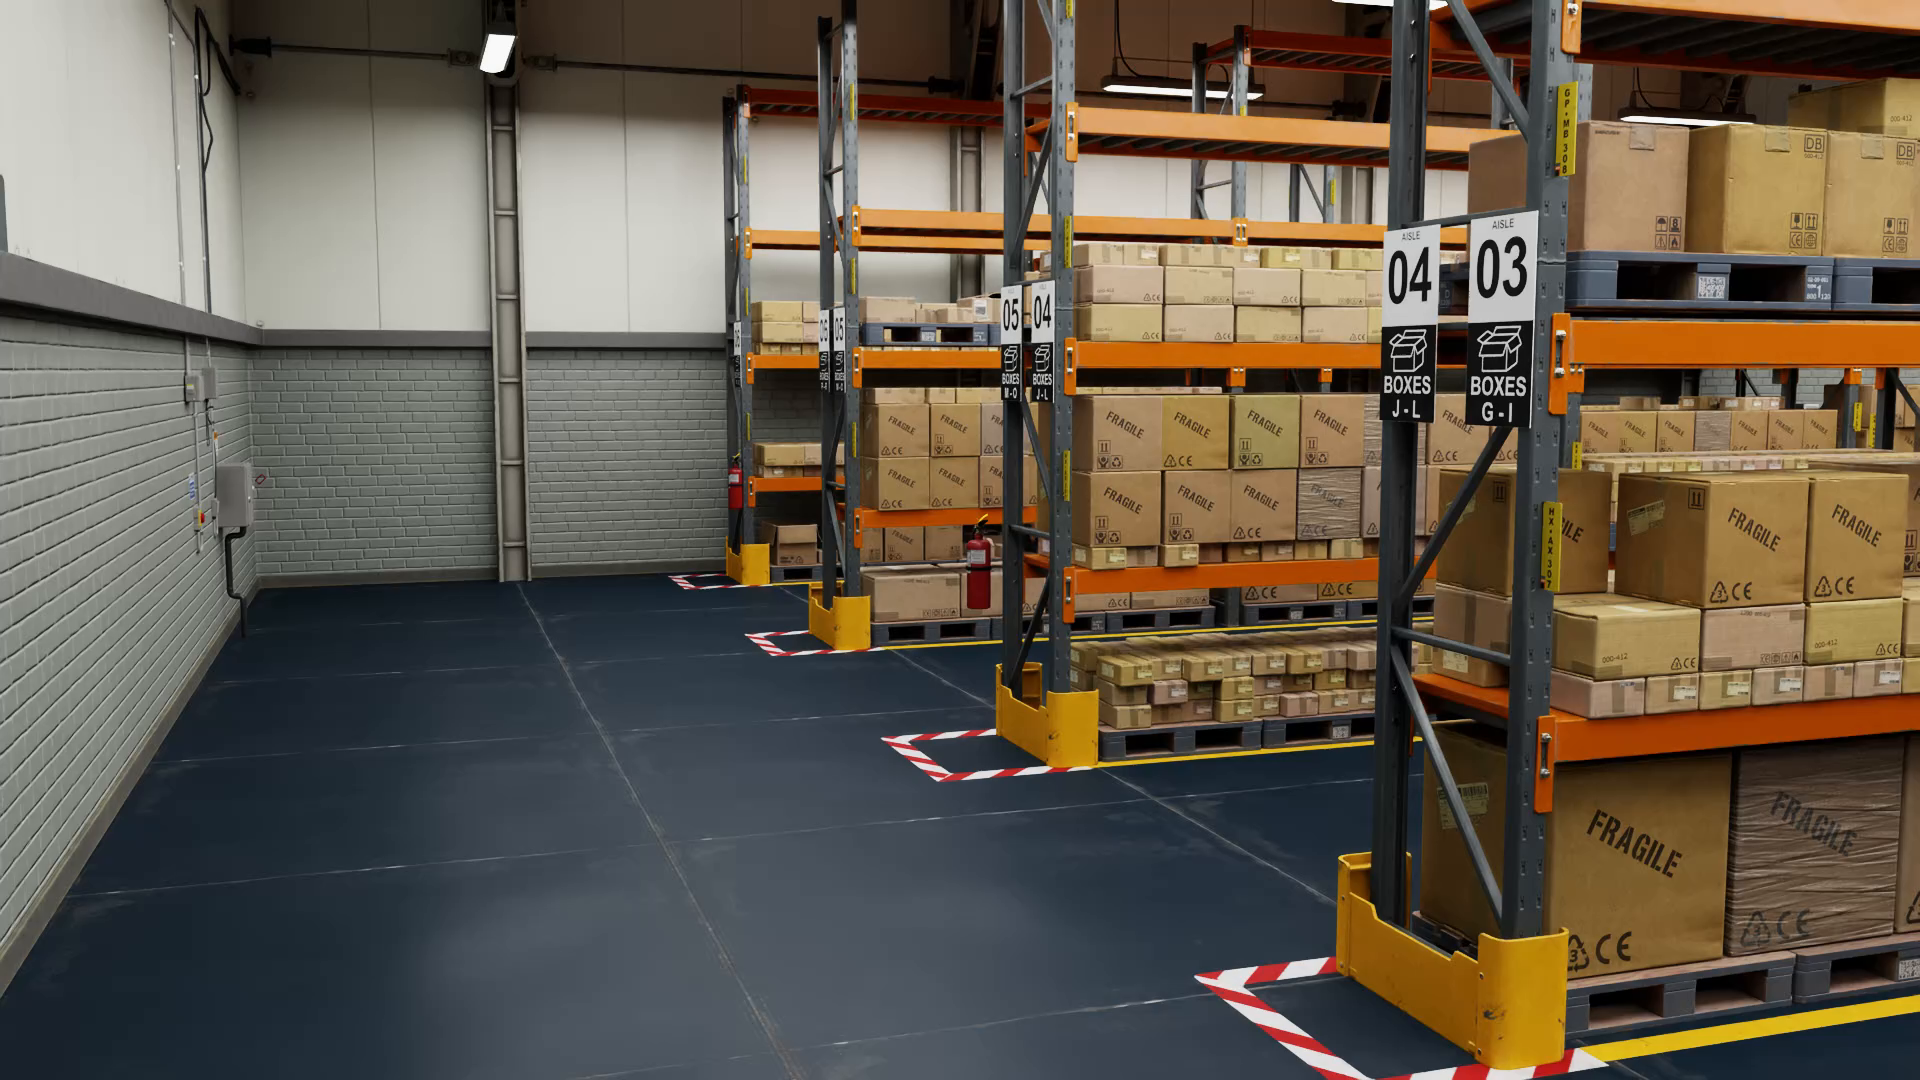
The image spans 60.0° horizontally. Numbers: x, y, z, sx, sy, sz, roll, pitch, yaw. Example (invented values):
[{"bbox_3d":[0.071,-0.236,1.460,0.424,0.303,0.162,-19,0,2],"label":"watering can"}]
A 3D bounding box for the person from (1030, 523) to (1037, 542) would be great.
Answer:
[{"bbox_3d":[1.143,-0.109,18.508,0.798,1.649,0.493,-2,6,-15],"label":"person"}]
